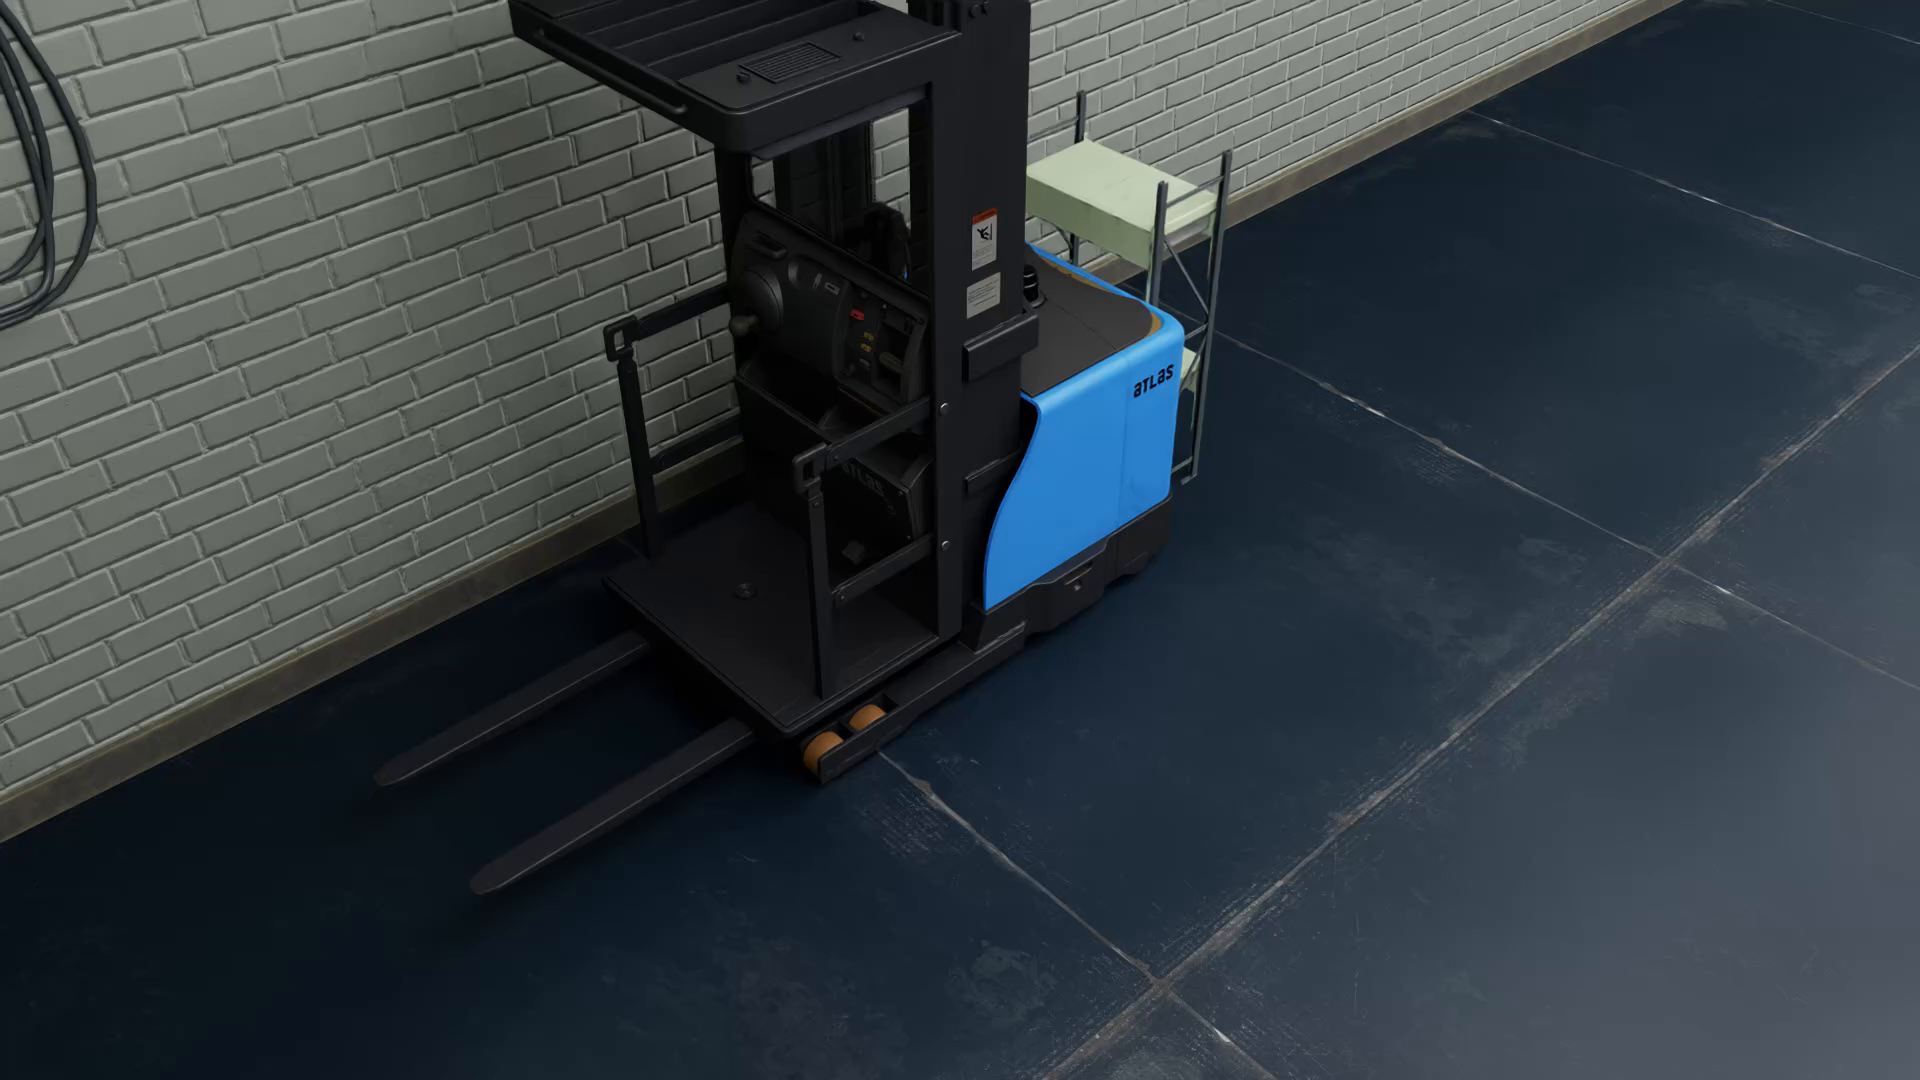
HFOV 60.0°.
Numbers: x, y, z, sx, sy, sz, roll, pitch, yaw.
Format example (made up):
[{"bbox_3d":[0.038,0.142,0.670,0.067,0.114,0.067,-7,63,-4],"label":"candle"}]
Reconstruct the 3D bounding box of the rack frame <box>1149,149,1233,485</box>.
[{"bbox_3d":[0.858,-0.774,6.514,0.400,1.500,0.023,-31,48,-33],"label":"rack frame"}]

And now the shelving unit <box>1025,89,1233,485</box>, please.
[{"bbox_3d":[0.604,-0.939,6.719,0.431,1.500,0.755,-31,48,-33],"label":"shelving unit"}]

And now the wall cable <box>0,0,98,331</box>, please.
[{"bbox_3d":[-3.573,-1.047,3.355,3.097,2.526,0.112,-30,48,-32],"label":"wall cable"}]

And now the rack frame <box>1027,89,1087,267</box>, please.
[{"bbox_3d":[0.349,-1.105,6.924,0.400,1.500,0.023,-31,48,-33],"label":"rack frame"}]

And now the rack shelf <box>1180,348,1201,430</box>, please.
[{"bbox_3d":[0.604,-0.686,6.924,0.431,0.370,0.720,-31,48,-33],"label":"rack shelf"}]

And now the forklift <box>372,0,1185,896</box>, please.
[{"bbox_3d":[-0.589,-0.686,5.266,3.031,2.935,1.130,-30,48,-32],"label":"forklift"}]

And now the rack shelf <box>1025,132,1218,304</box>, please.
[{"bbox_3d":[0.604,-1.243,6.474,0.431,0.370,0.720,-31,48,-33],"label":"rack shelf"}]
